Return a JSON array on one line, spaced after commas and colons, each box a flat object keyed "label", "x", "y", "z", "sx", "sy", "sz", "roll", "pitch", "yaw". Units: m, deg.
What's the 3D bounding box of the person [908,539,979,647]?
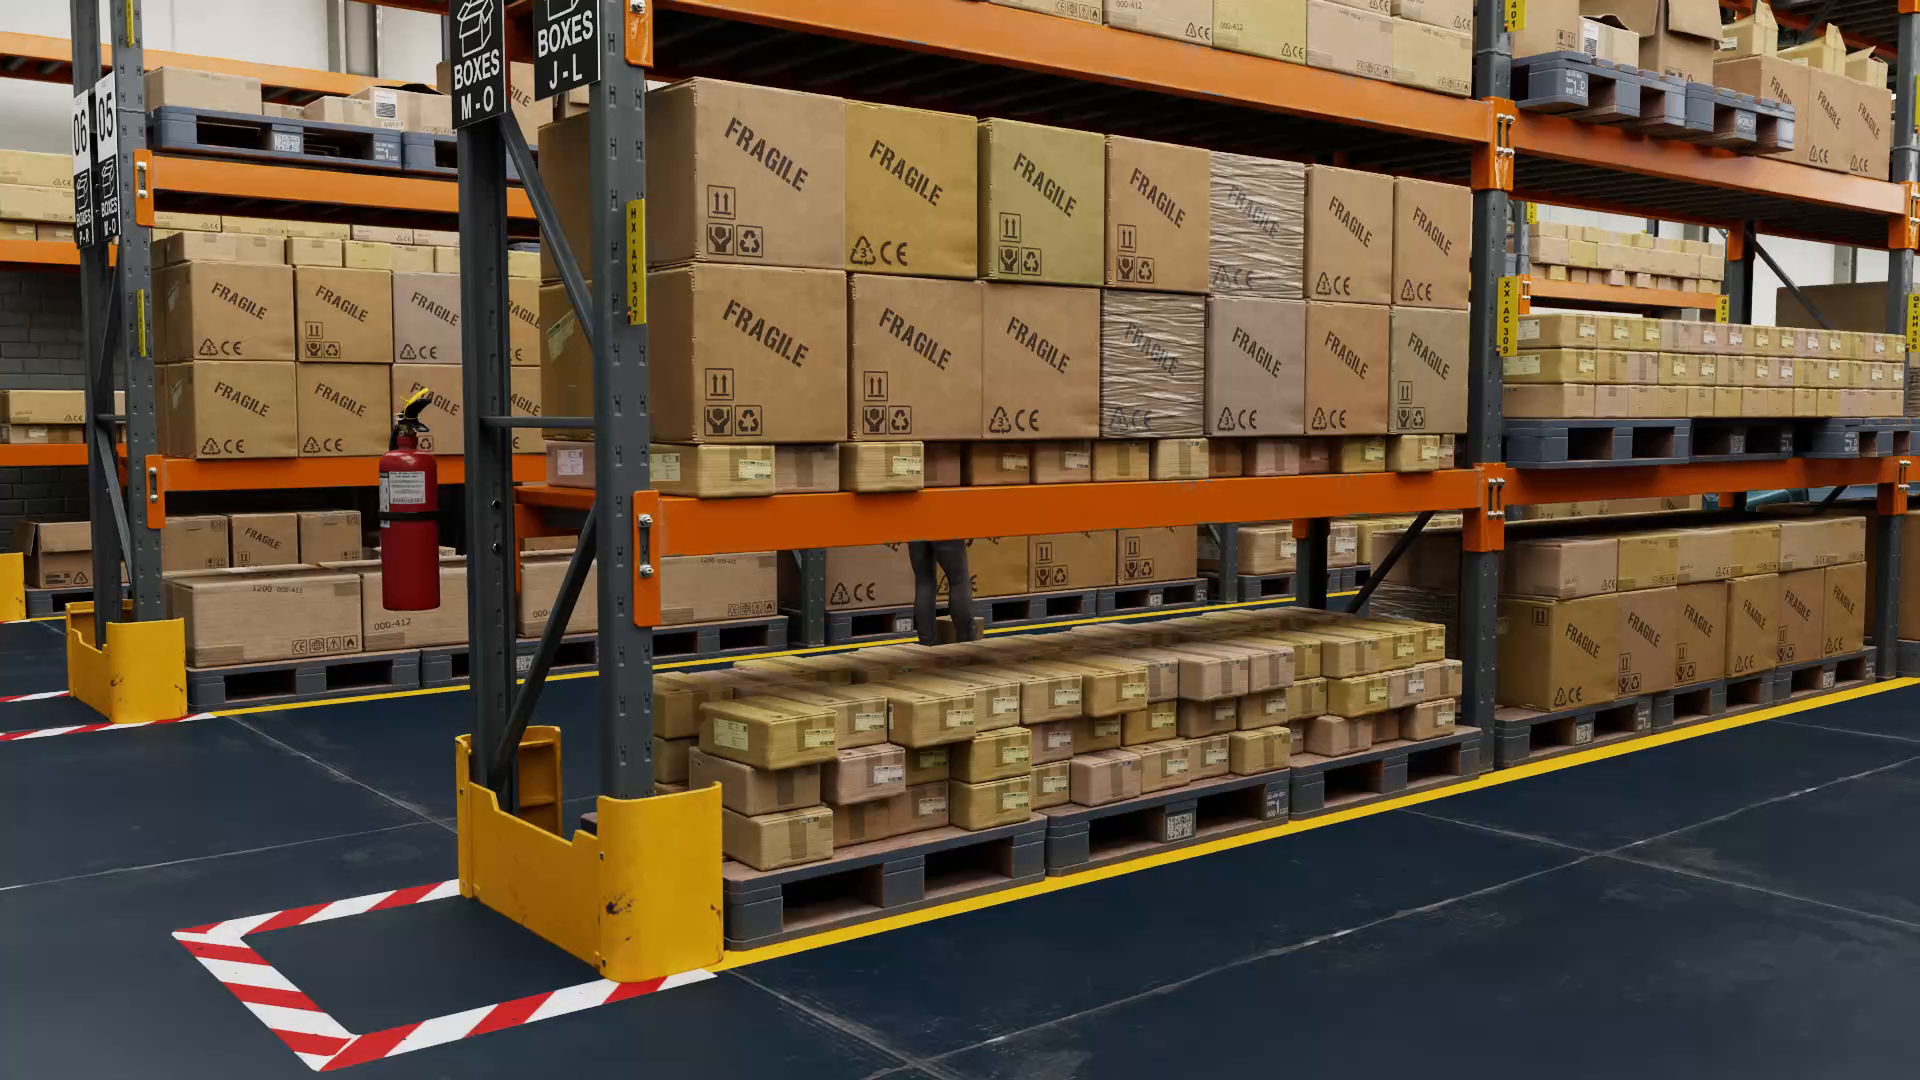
[{"label": "person", "x": -0.104, "y": -0.079, "z": 10.208, "sx": 0.570, "sy": 1.656, "sz": 0.503, "roll": 3, "pitch": 6, "yaw": 37}]
